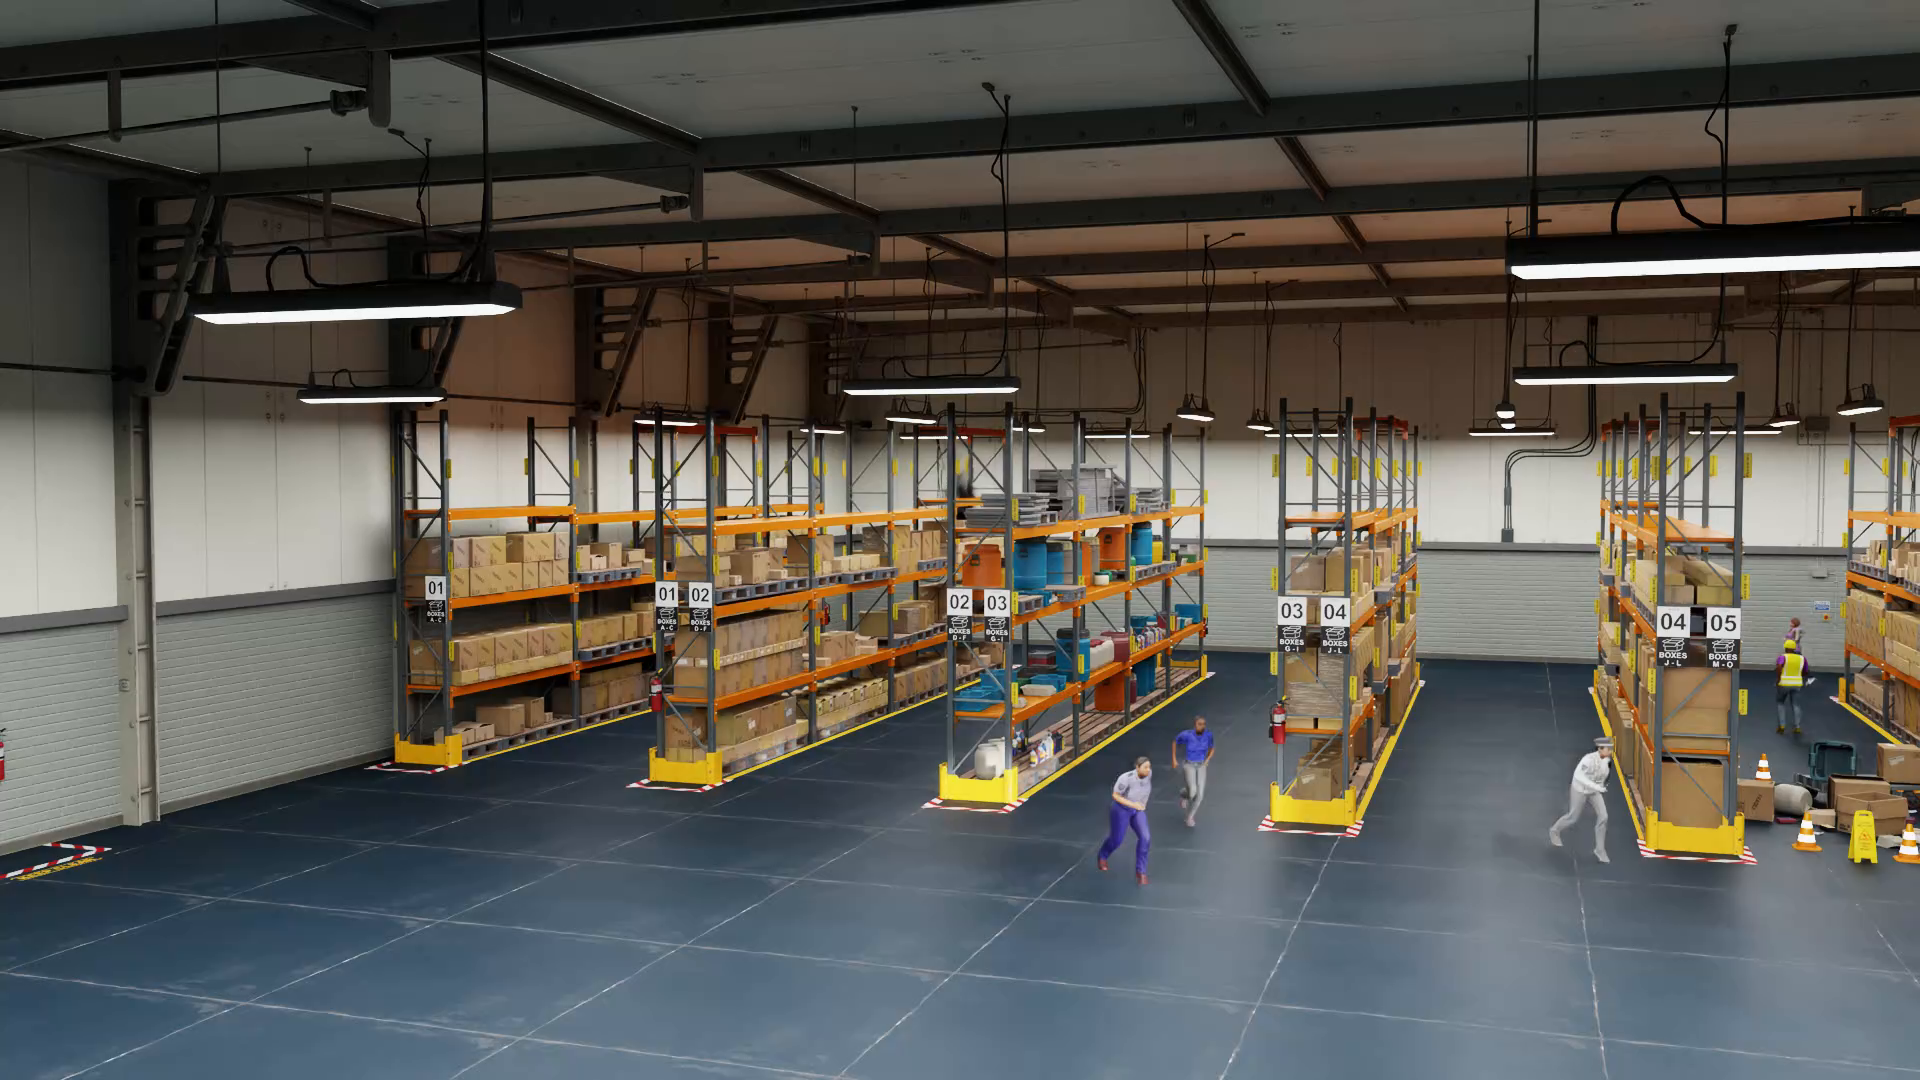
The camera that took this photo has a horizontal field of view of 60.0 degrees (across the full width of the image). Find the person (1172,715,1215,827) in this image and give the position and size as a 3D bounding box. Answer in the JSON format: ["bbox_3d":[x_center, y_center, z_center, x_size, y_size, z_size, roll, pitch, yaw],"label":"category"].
[{"bbox_3d":[3.285,3.235,23.369,0.563,1.573,0.697,-1,3,-16],"label":"person"}]

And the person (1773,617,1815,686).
[{"bbox_3d":[19.024,2.557,37.916,0.891,1.588,0.534,0,2,6],"label":"person"}]

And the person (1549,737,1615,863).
[{"bbox_3d":[8.040,3.307,21.508,0.657,1.627,0.968,-2,3,-32],"label":"person"}]

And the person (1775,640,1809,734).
[{"bbox_3d":[15.595,2.786,31.217,0.630,1.811,0.827,1,2,12],"label":"person"}]

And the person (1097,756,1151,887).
[{"bbox_3d":[2.013,3.379,20.290,0.649,1.612,0.960,-2,3,-34],"label":"person"}]
